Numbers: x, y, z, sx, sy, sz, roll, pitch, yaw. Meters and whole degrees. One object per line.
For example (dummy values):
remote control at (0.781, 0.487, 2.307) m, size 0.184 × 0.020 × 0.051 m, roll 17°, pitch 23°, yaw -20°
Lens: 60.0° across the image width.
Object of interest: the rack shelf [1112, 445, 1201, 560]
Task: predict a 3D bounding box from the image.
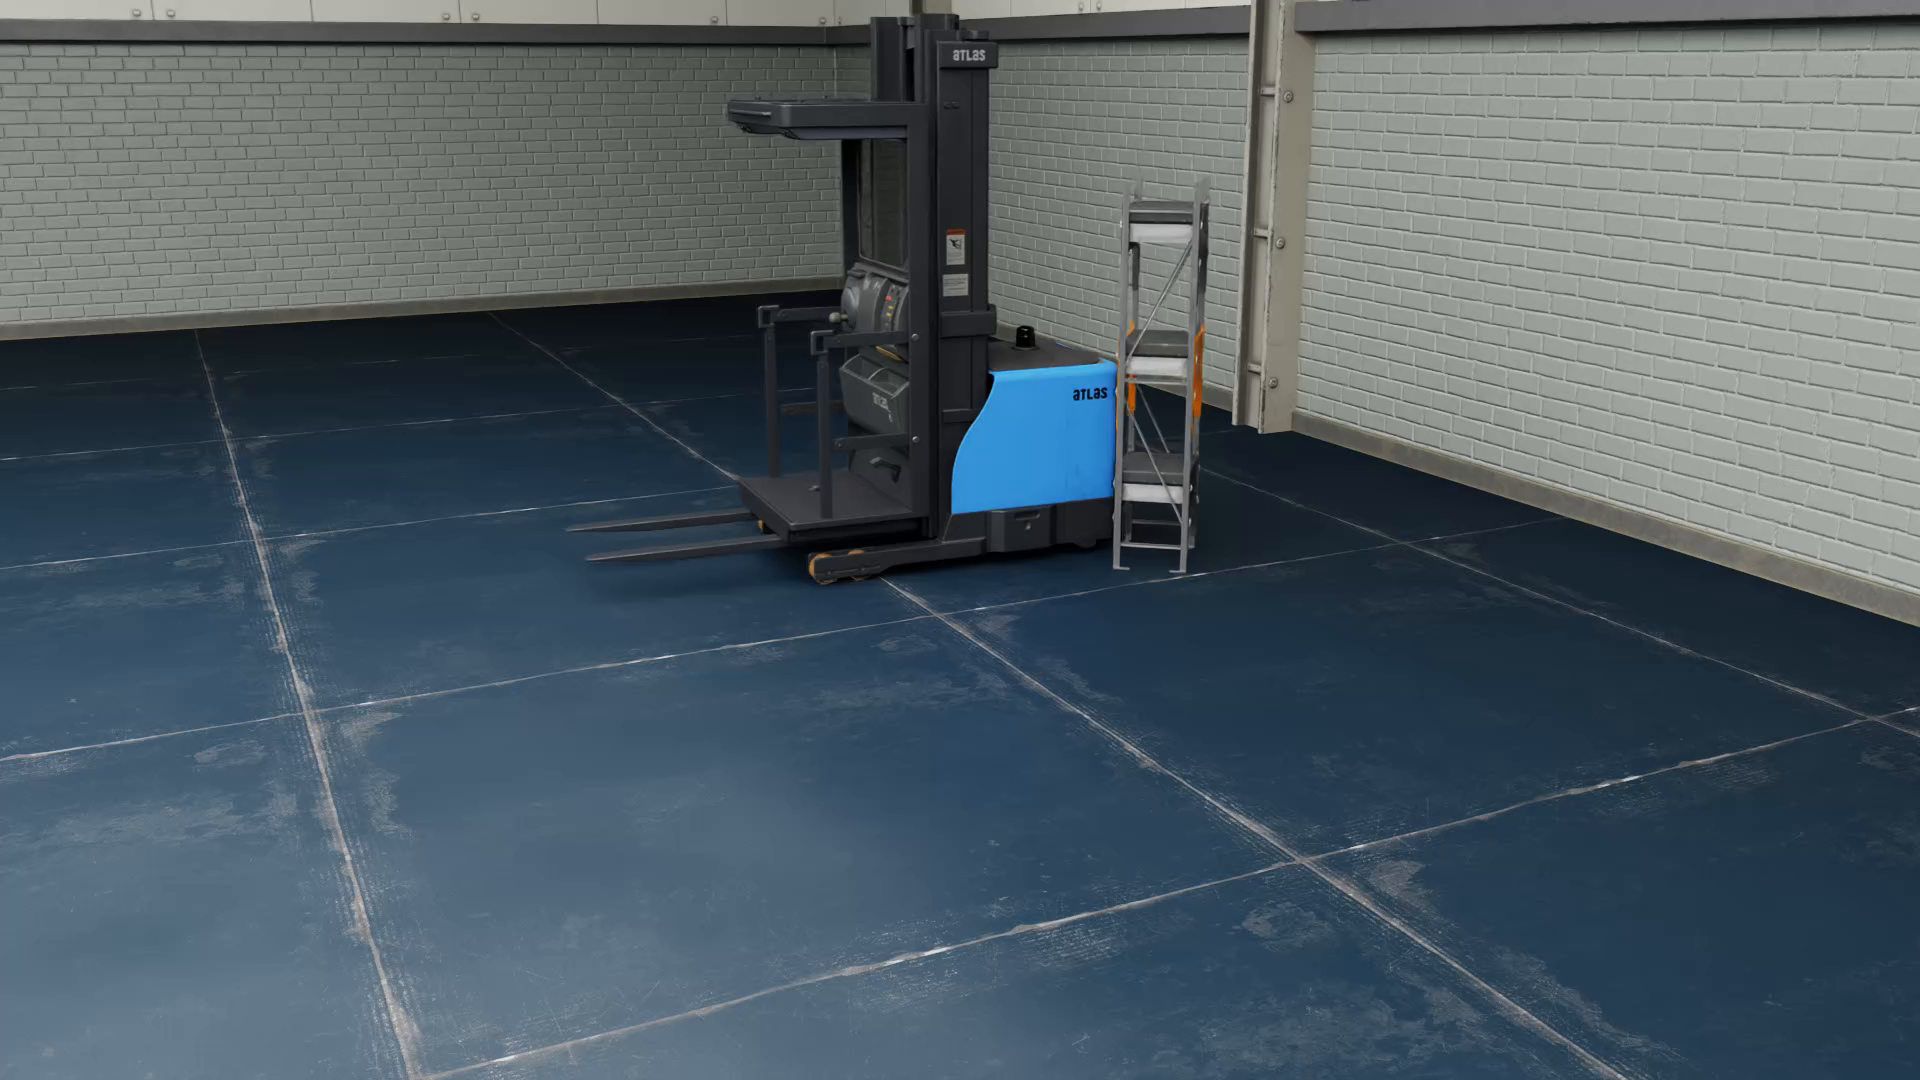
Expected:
rack shelf at (1.100, -0.218, 9.291) m, size 0.431 × 0.518 × 0.480 m, roll 4°, pitch 16°, yaw 13°

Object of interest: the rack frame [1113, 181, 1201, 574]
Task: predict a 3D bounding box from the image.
rack frame at (1.043, -0.838, 8.866) m, size 0.400 × 2.100 × 0.015 m, roll 4°, pitch 16°, yaw 13°

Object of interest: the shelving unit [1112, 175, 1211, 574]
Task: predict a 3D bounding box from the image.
shelving unit at (1.100, -0.904, 9.094) m, size 0.431 × 2.100 × 0.503 m, roll 4°, pitch 16°, yaw 13°

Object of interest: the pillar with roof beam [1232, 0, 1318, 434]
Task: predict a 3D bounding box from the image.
pillar with roof beam at (-1.543, -4.673, 9.721) m, size 9.100 × 9.000 × 0.400 m, roll -8°, pitch 18°, yaw -25°

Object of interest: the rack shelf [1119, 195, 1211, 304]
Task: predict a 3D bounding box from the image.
rack shelf at (1.100, -1.564, 8.905) m, size 0.431 × 0.518 × 0.480 m, roll 4°, pitch 16°, yaw 13°

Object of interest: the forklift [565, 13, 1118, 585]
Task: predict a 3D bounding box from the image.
forklift at (-0.655, -1.334, 9.087) m, size 3.031 × 2.935 × 1.130 m, roll -6°, pitch 17°, yaw -22°

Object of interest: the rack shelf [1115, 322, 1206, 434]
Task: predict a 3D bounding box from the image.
rack shelf at (1.100, -0.891, 9.098) m, size 0.431 × 0.518 × 0.480 m, roll 4°, pitch 16°, yaw 13°

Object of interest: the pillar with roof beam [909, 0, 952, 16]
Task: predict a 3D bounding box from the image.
pillar with roof beam at (-4.171, -6.161, 14.906) m, size 9.100 × 9.000 × 0.400 m, roll -8°, pitch 18°, yaw -25°

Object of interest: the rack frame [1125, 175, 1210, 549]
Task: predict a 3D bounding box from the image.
rack frame at (1.156, -0.969, 9.322) m, size 0.400 × 2.100 × 0.015 m, roll 4°, pitch 16°, yaw 13°
